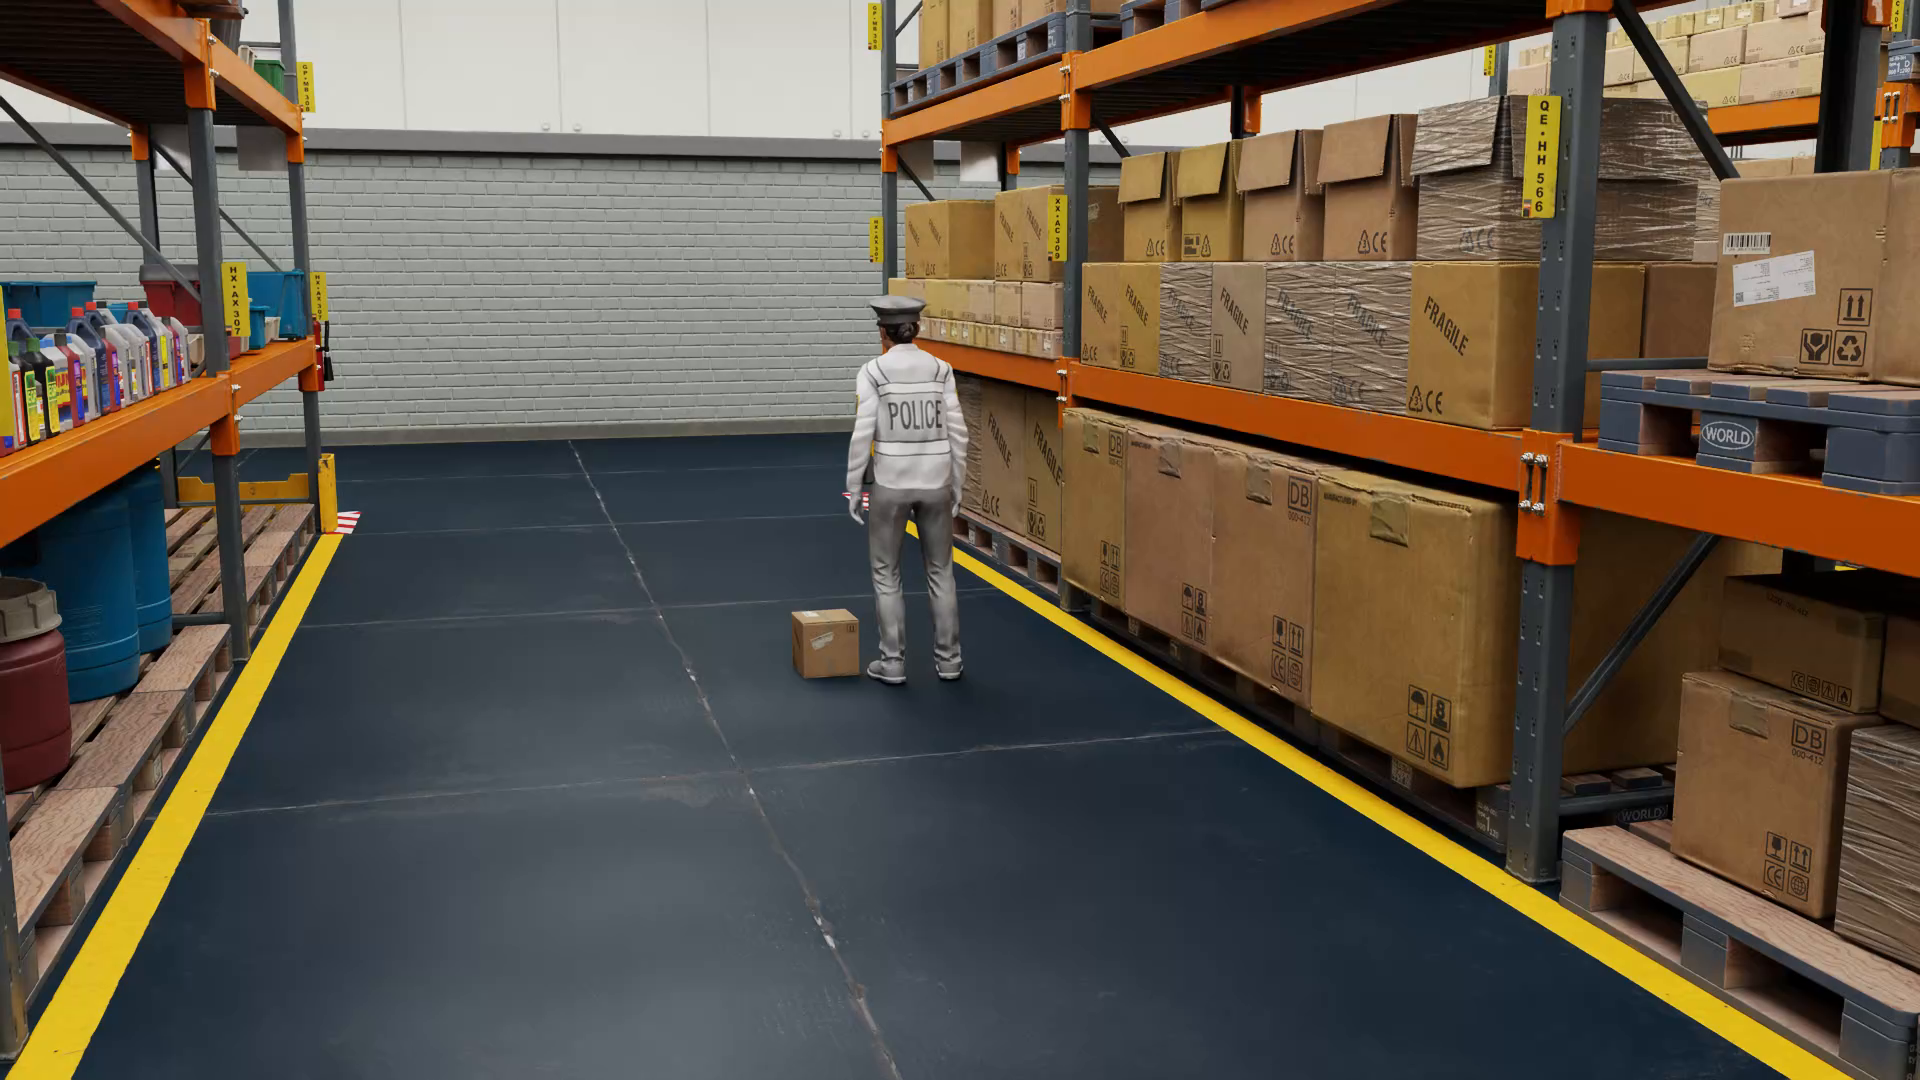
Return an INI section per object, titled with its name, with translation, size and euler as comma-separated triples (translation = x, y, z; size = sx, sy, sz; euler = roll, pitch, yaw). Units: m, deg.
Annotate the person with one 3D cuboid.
[person]
translation = -0.225, -0.214, 7.159
size = 0.546, 1.664, 0.374
euler = -3, 10, -18
